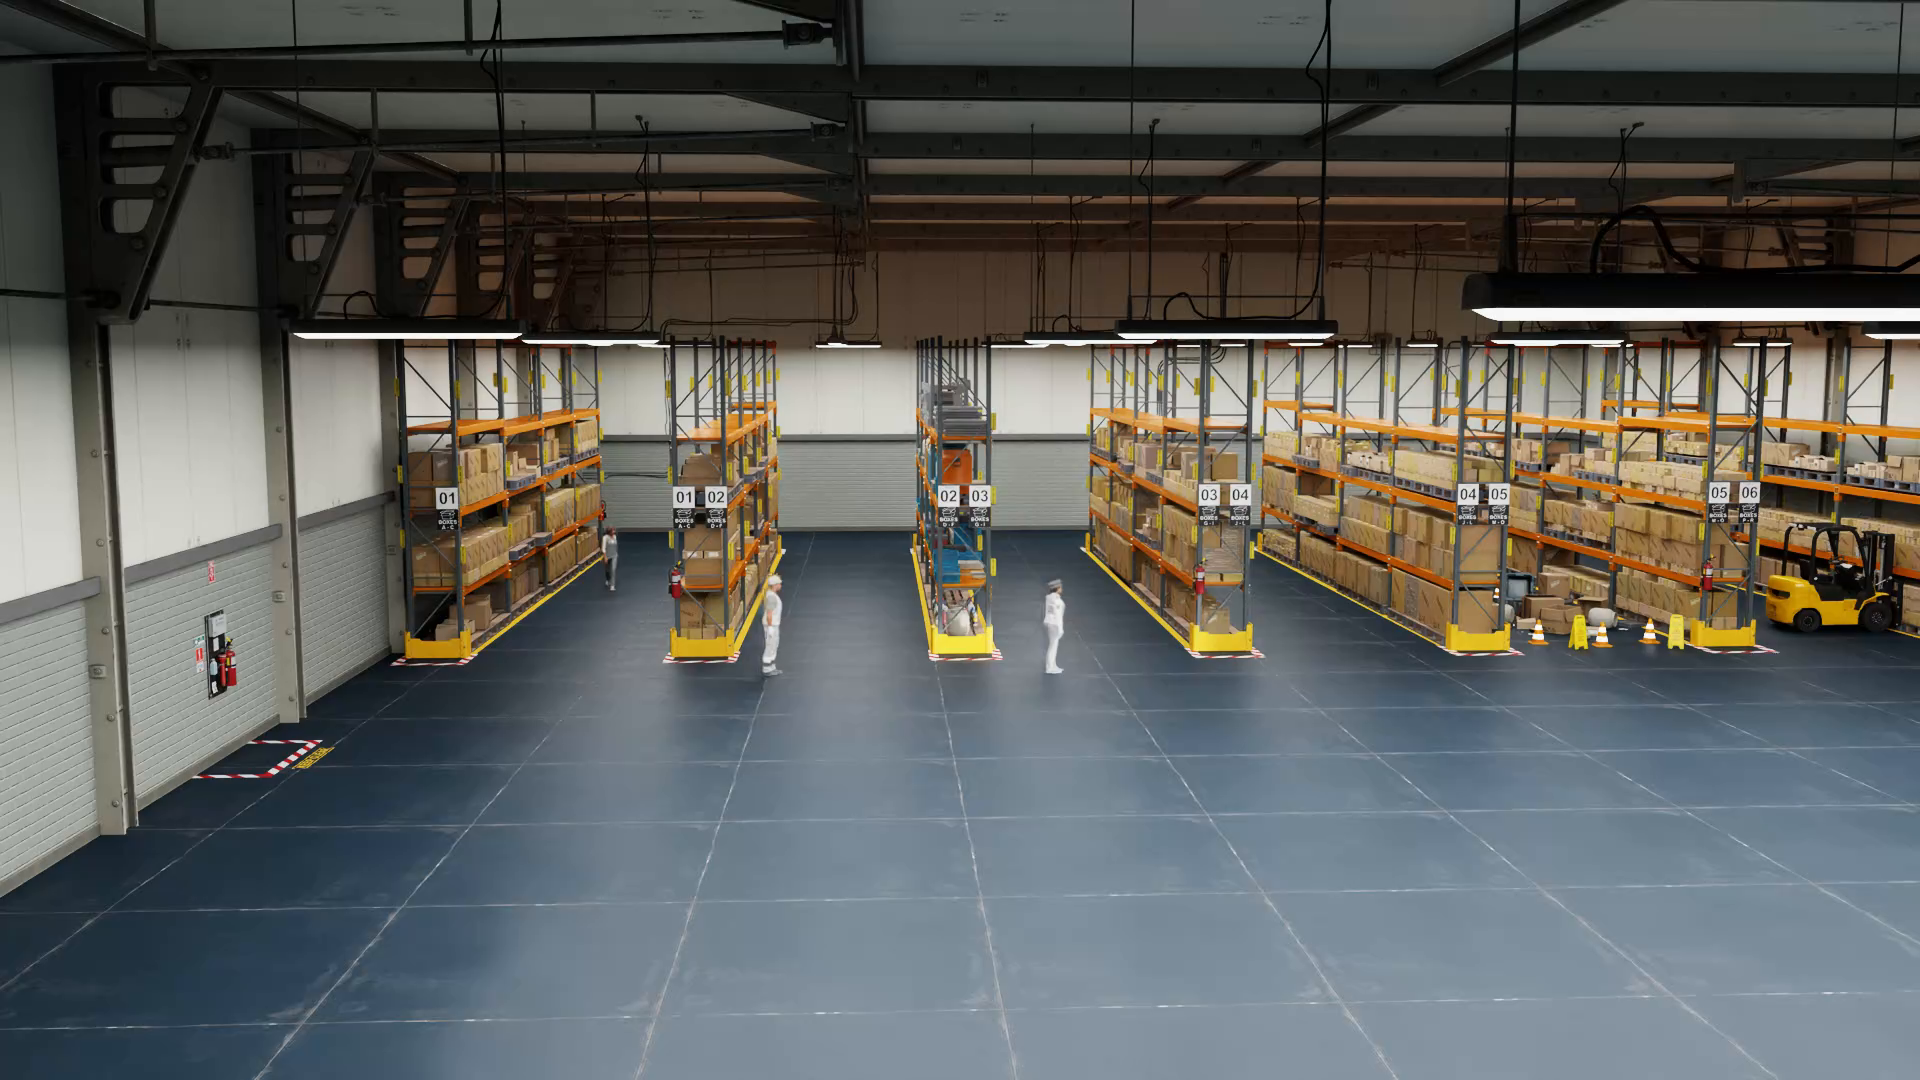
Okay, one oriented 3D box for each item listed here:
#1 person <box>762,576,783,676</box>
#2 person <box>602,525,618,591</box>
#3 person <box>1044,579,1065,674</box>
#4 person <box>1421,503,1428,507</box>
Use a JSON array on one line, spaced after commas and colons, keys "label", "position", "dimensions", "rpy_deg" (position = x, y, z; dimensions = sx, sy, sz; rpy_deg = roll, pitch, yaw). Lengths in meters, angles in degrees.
[{"label": "person", "position": [-3.295, 1.510, 29.339], "dimensions": [0.396, 1.788, 0.635], "rpy_deg": [0, 6, -2]}, {"label": "person", "position": [-8.401, 0.409, 39.927], "dimensions": [0.381, 1.542, 0.847], "rpy_deg": [-1, 7, -11]}, {"label": "person", "position": [1.716, 1.549, 29.612], "dimensions": [0.410, 1.707, 0.566], "rpy_deg": [-2, 7, -17]}, {"label": "person", "position": [12.430, -0.190, 44.818], "dimensions": [0.463, 1.698, 0.491], "rpy_deg": [2, 7, 16]}]
